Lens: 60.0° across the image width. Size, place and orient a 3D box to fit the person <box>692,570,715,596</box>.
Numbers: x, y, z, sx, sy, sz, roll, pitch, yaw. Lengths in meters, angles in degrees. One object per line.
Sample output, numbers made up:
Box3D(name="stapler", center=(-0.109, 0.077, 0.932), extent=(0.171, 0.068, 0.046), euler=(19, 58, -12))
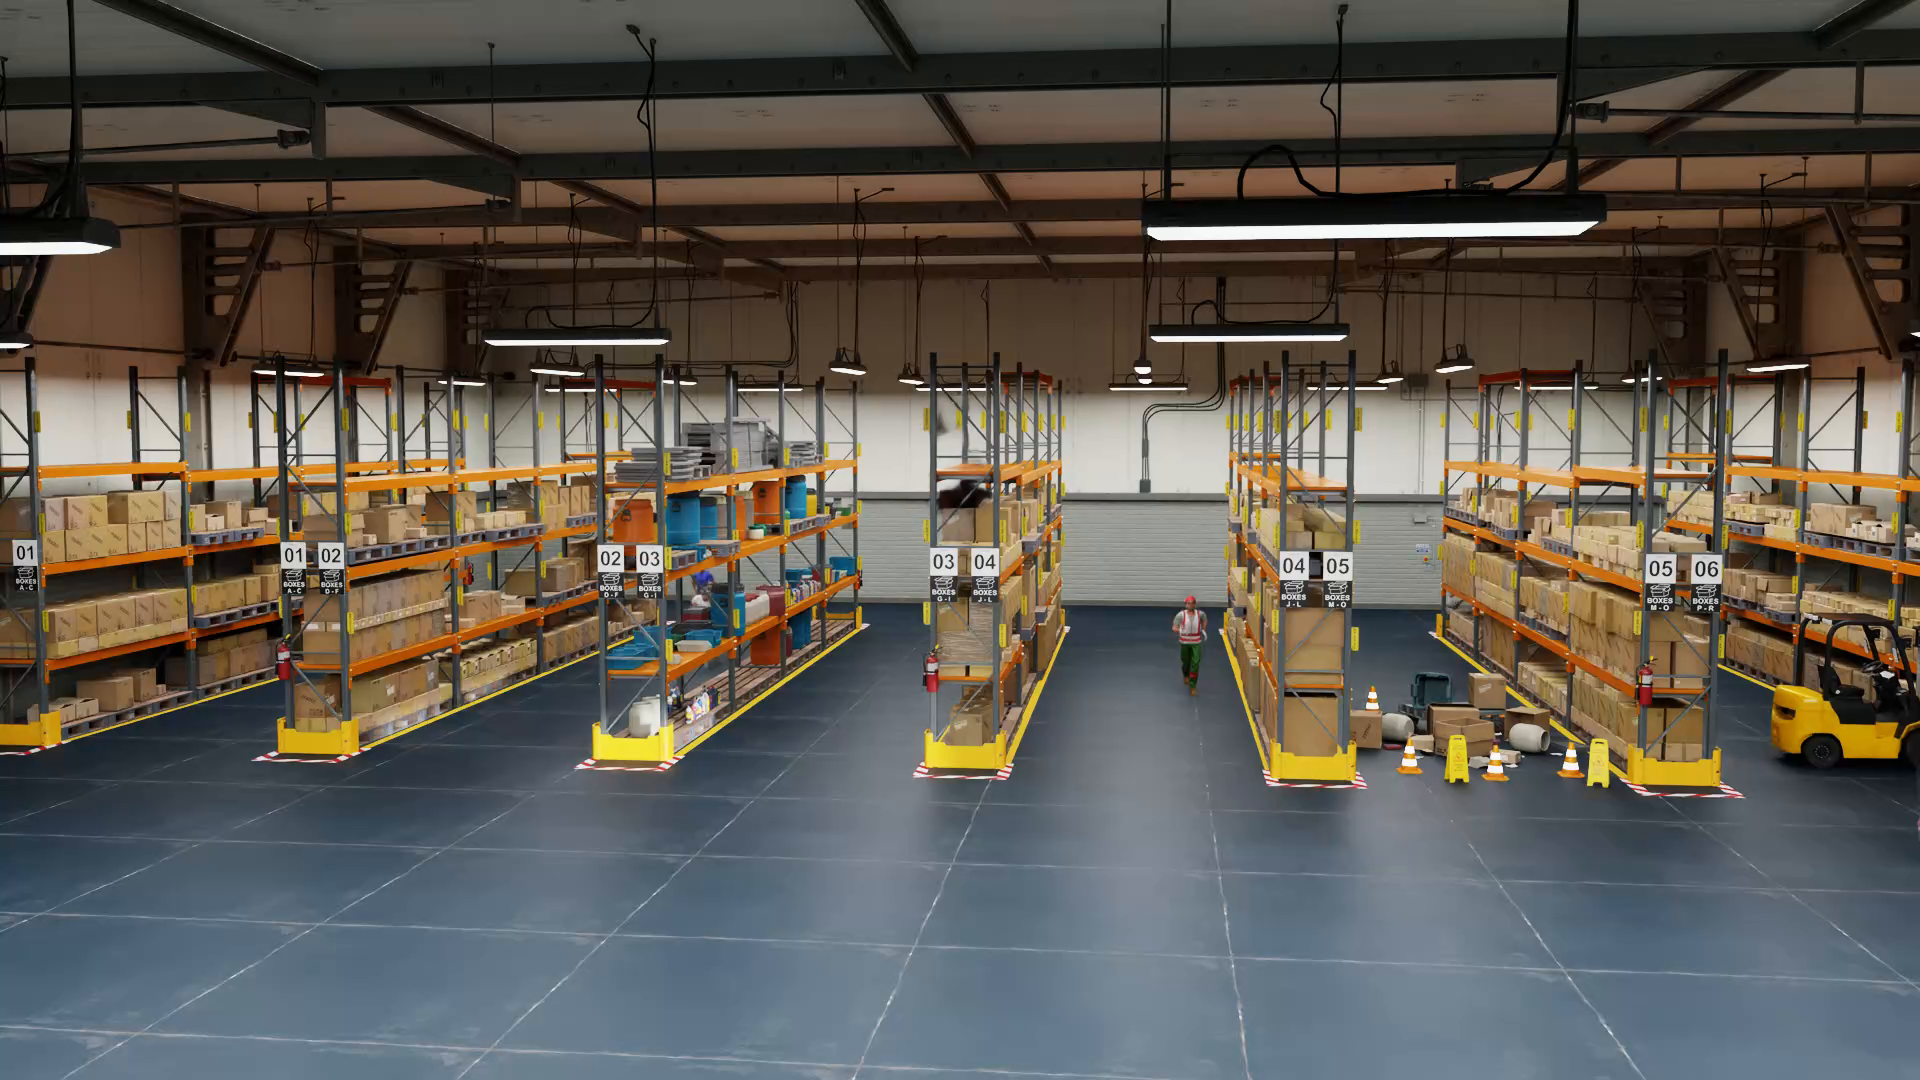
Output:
Box3D(name="person", center=(-6.176, 1.352, 39.999), extent=(0.588, 1.687, 0.841), euler=(0, 4, -1))

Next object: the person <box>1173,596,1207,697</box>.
Box3D(name="person", center=(4.265, 1.929, 30.806), extent=(0.655, 1.811, 0.991), euler=(0, 4, 4))

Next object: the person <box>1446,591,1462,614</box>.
Box3D(name="person", center=(11.939, 1.313, 40.117), extent=(0.561, 1.713, 0.770), euler=(3, 5, 32))

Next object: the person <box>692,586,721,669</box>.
Box3D(name="person", center=(-5.161, 1.773, 34.291), extent=(0.704, 1.720, 1.030), euler=(1, 4, 9))
